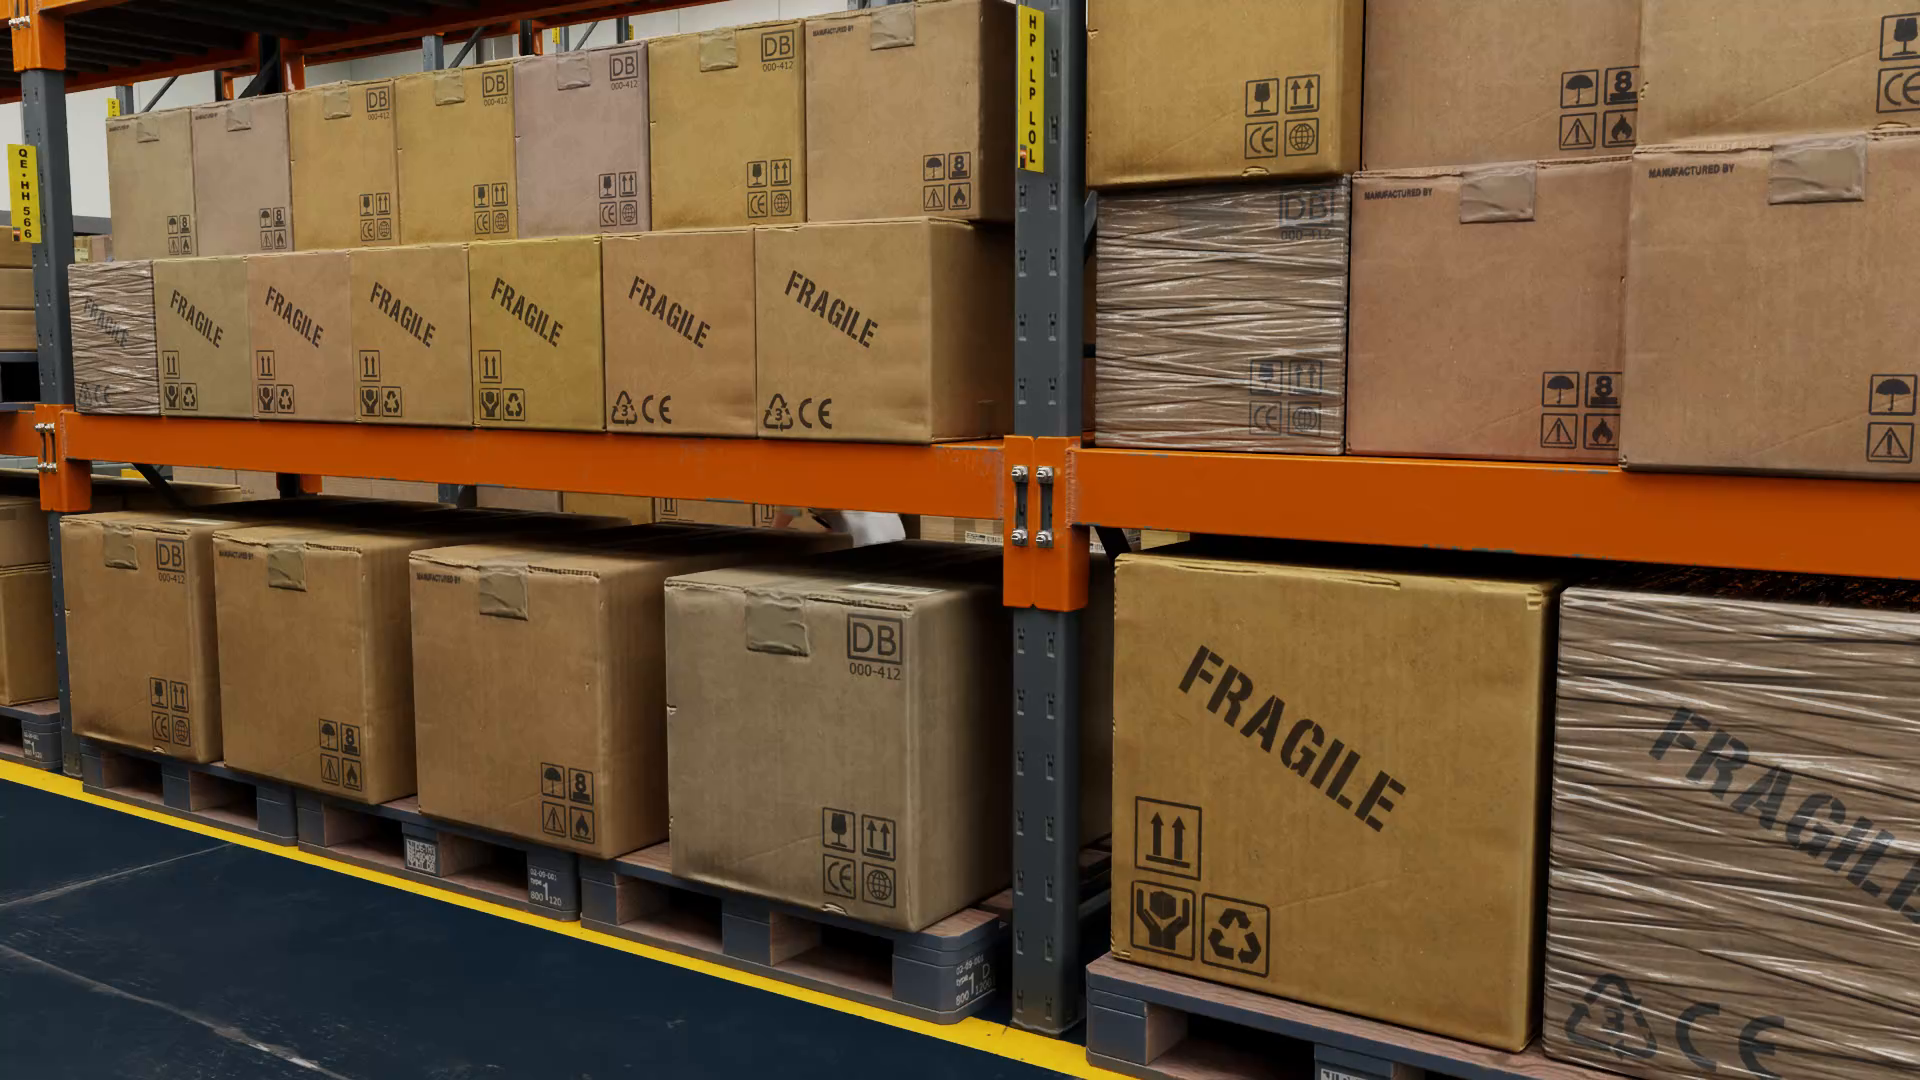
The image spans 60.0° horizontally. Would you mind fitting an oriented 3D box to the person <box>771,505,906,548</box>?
[{"bbox_3d":[-0.620,0.043,7.765,0.725,1.194,0.491,4,8,33],"label":"person"}]
